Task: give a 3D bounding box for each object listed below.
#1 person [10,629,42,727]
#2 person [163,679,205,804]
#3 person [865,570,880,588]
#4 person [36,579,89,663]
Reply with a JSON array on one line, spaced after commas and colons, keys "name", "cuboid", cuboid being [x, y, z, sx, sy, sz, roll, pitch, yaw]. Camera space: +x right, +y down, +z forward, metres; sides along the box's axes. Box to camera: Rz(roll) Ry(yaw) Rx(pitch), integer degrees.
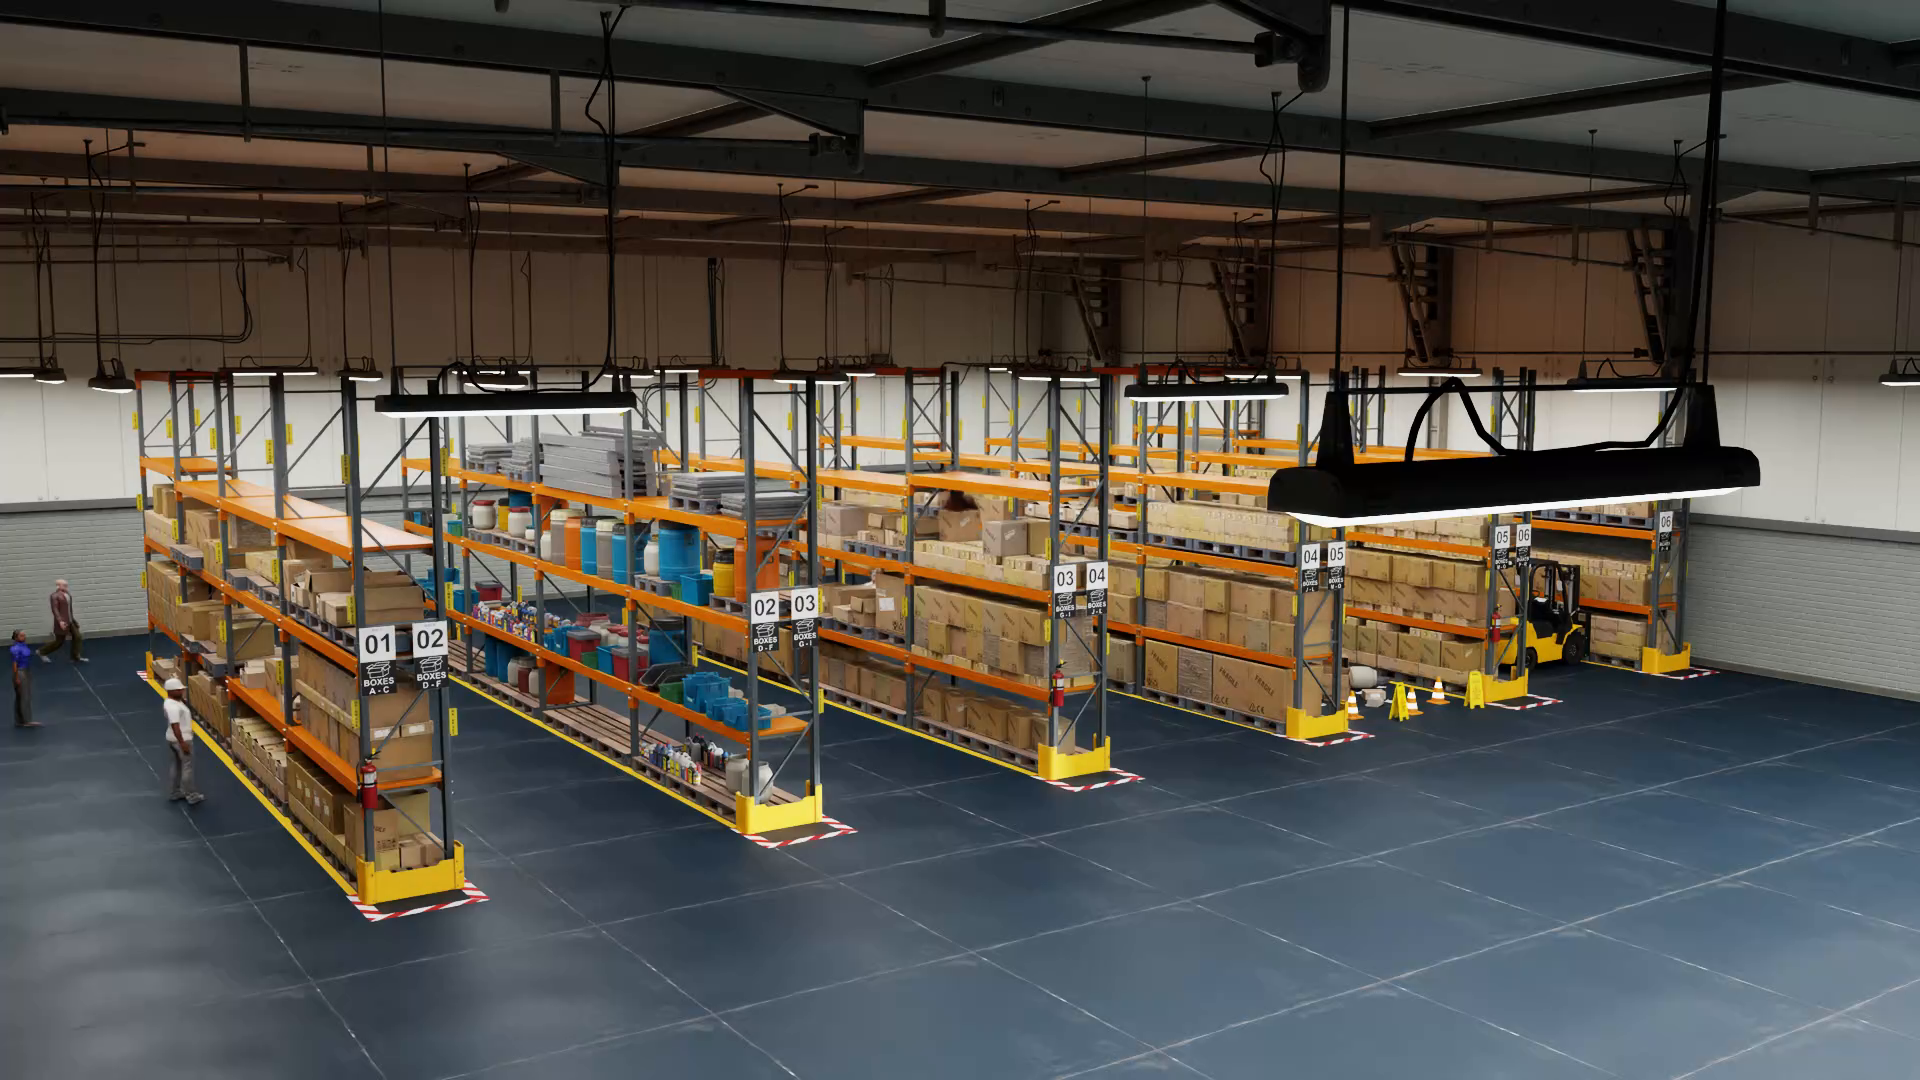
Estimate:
[{"name": "person", "cuboid": [-15.877, 2.328, 28.254, 0.421, 1.663, 0.481, -3, 7, -27]}, {"name": "person", "cuboid": [-10.936, 2.814, 23.373, 0.488, 1.756, 0.654, -6, 9, -42]}, {"name": "person", "cuboid": [-1.838, 1.483, 35.878, 0.539, 1.698, 0.897, -4, 8, -33]}, {"name": "person", "cuboid": [-18.230, 1.650, 33.732, 0.962, 1.730, 0.601, 0, 6, 0]}]
